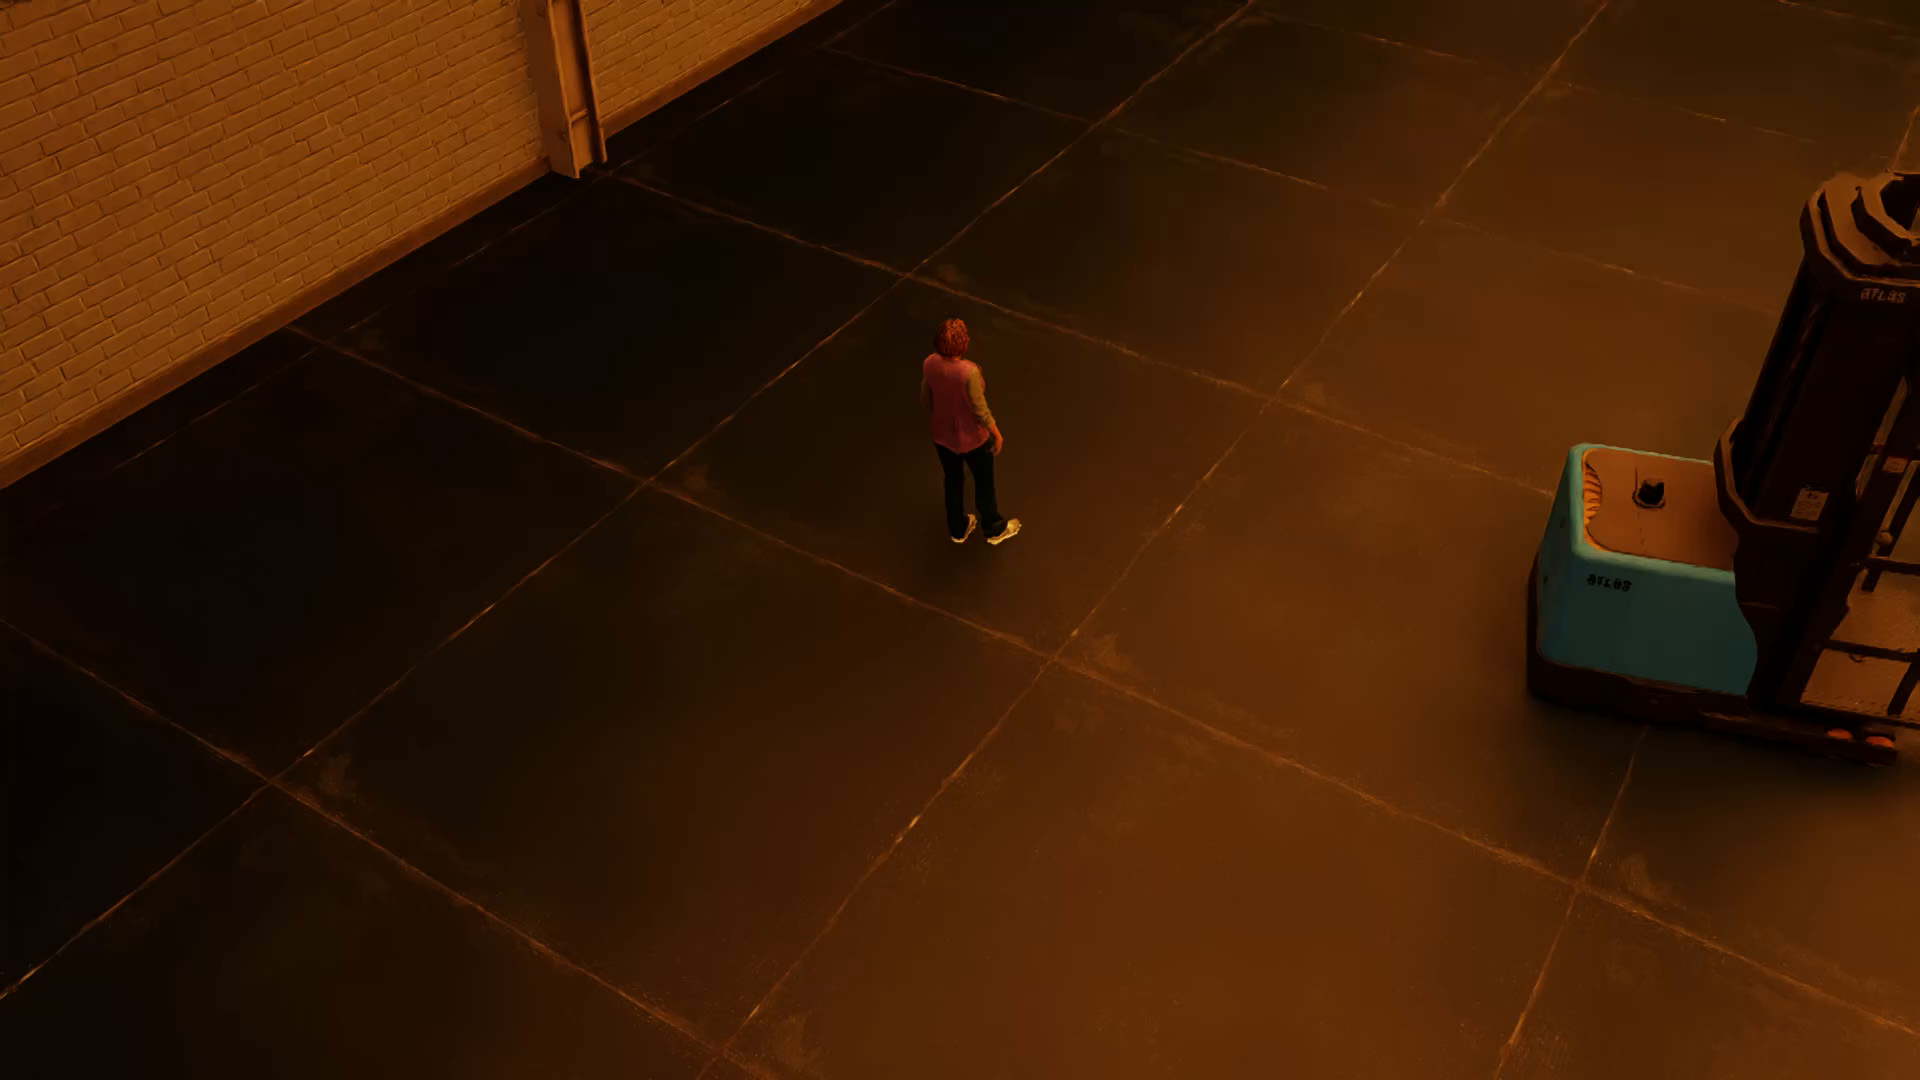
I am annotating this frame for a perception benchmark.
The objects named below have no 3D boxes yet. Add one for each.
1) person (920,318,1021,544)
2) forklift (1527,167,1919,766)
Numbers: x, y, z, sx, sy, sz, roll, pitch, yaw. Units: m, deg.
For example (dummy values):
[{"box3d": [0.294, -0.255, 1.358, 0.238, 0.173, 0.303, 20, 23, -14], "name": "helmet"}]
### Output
[{"box3d": [0.051, -0.650, 9.755, 0.520, 1.597, 0.474, 22, 45, 24], "name": "person"}, {"box3d": [4.714, -0.303, 8.324, 3.031, 2.935, 1.130, 10, 41, 12], "name": "forklift"}]
